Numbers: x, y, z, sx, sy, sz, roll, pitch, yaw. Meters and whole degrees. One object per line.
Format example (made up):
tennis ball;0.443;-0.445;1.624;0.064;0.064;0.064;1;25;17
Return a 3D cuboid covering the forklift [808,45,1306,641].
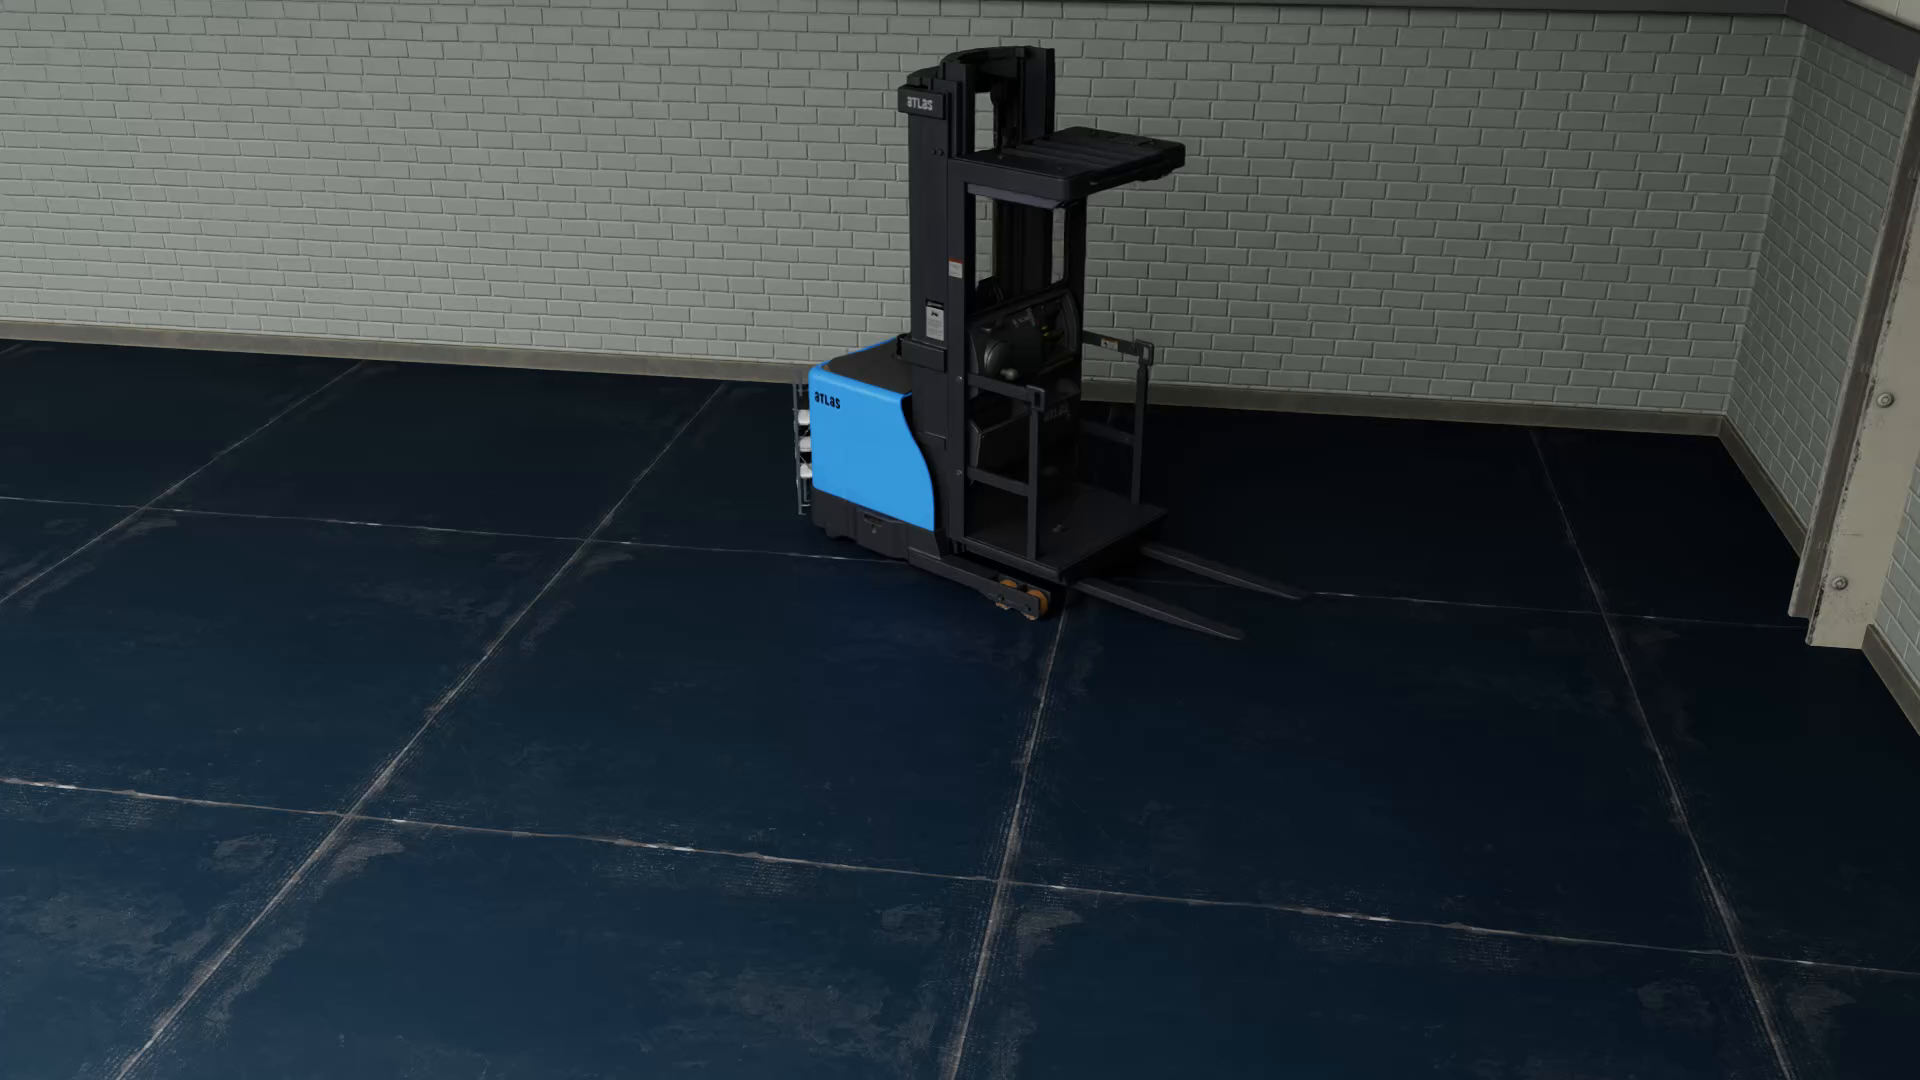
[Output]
forklift;0.523;-1.133;9.214;3.031;2.935;1.130;20;32;36

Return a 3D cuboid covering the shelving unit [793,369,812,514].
shelving unit;-0.900;-0.613;10.497;0.258;0.900;0.210;2;25;4

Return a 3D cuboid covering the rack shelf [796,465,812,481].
rack shelf;-0.900;-0.419;10.588;0.258;0.077;0.200;2;25;4

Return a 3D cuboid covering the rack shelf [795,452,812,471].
rack shelf;-0.900;-0.501;10.549;0.258;0.077;0.200;2;25;4

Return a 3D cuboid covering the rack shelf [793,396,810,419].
rack shelf;-0.900;-0.827;10.397;0.258;0.077;0.200;2;25;4

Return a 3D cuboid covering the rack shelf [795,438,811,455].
rack shelf;-0.900;-0.582;10.511;0.258;0.077;0.200;2;25;4

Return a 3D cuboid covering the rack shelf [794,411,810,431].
rack shelf;-0.900;-0.745;10.435;0.258;0.077;0.200;2;25;4

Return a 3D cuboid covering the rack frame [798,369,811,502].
rack frame;-0.893;-0.656;10.589;0.240;0.900;0.006;2;25;4

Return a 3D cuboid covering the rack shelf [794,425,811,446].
rack shelf;-0.900;-0.664;10.473;0.258;0.077;0.200;2;25;4

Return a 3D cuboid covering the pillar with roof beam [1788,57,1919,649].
pillar with roof beam;0.542;-3.876;7.915;9.100;9.000;0.400;4;25;9

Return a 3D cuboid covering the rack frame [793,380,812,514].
rack frame;-0.908;-0.570;10.405;0.240;0.900;0.006;2;25;4
